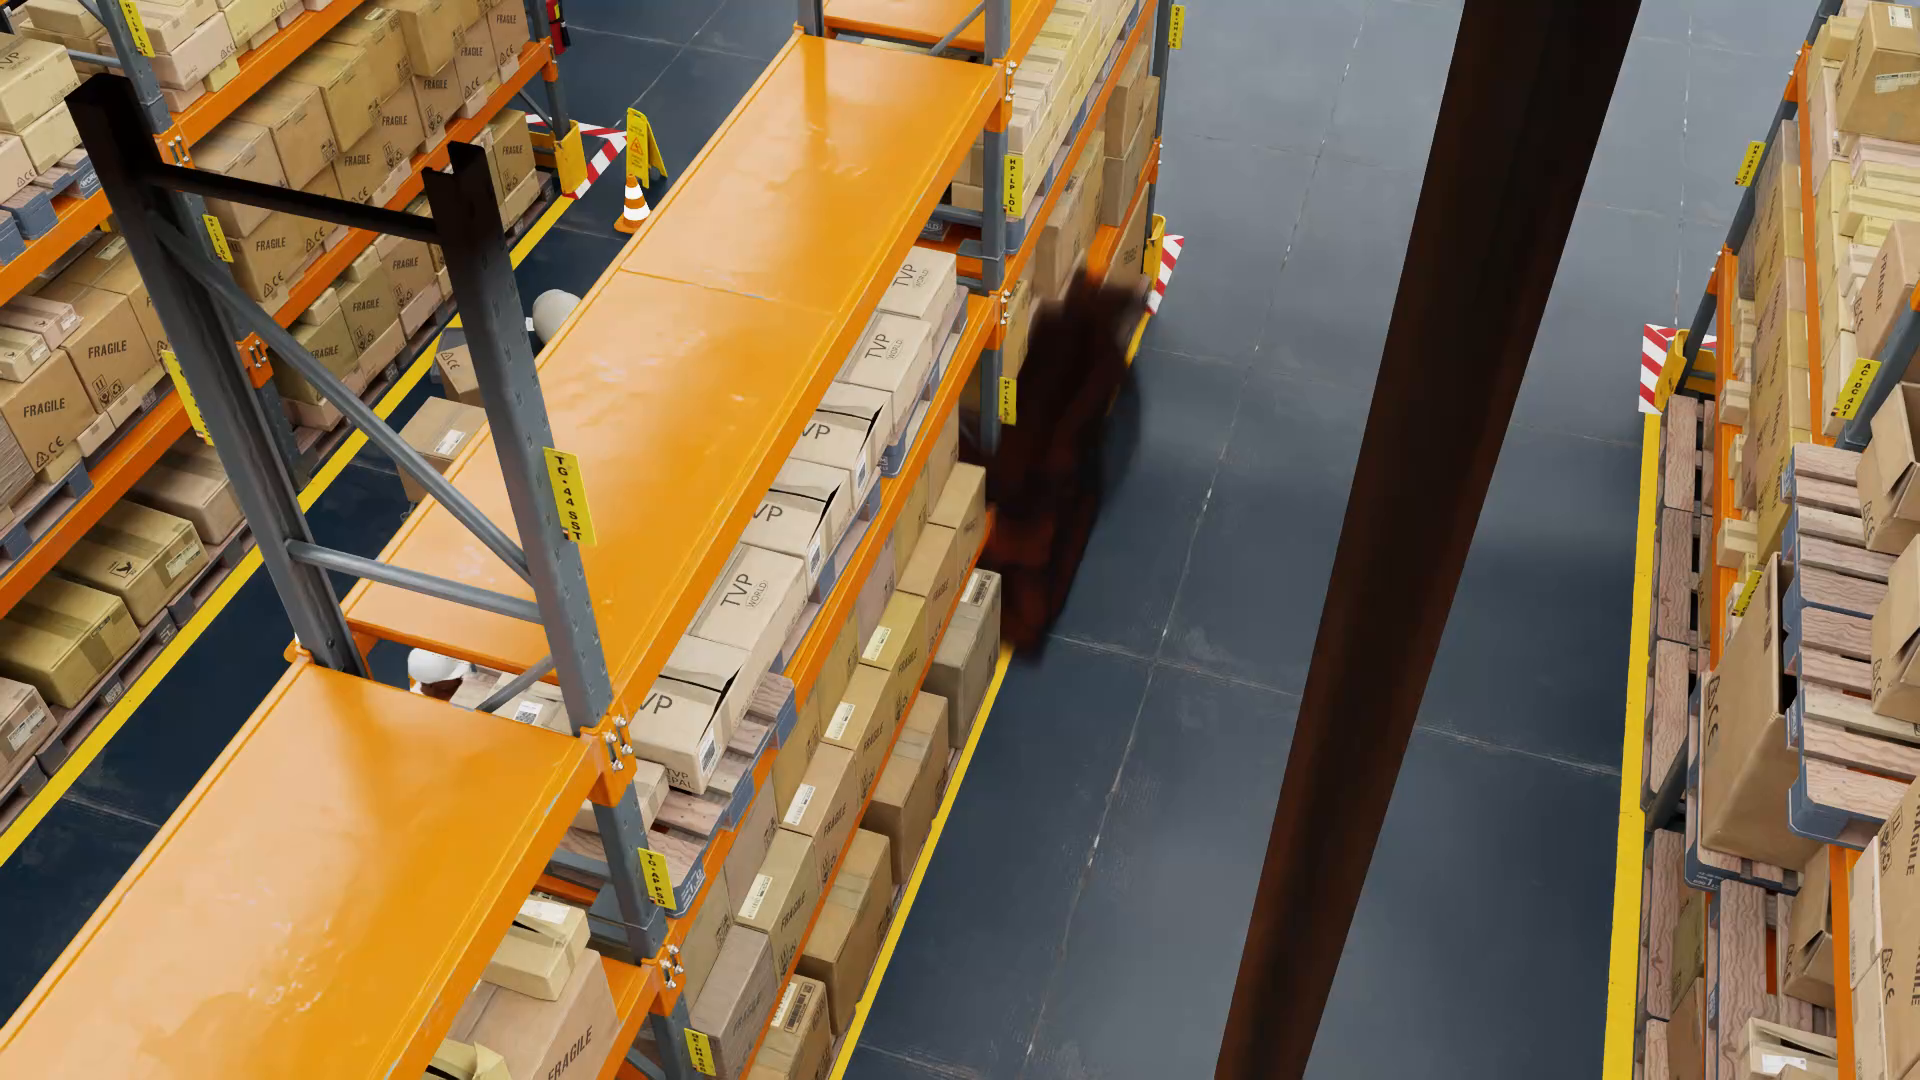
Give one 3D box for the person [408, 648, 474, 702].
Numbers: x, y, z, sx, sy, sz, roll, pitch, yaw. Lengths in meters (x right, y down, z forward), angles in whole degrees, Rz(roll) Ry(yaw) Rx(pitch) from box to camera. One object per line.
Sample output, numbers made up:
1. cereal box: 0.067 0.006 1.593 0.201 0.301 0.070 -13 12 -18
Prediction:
1. person: -2.608 1.143 8.766 0.394 1.768 0.586 16 48 15
